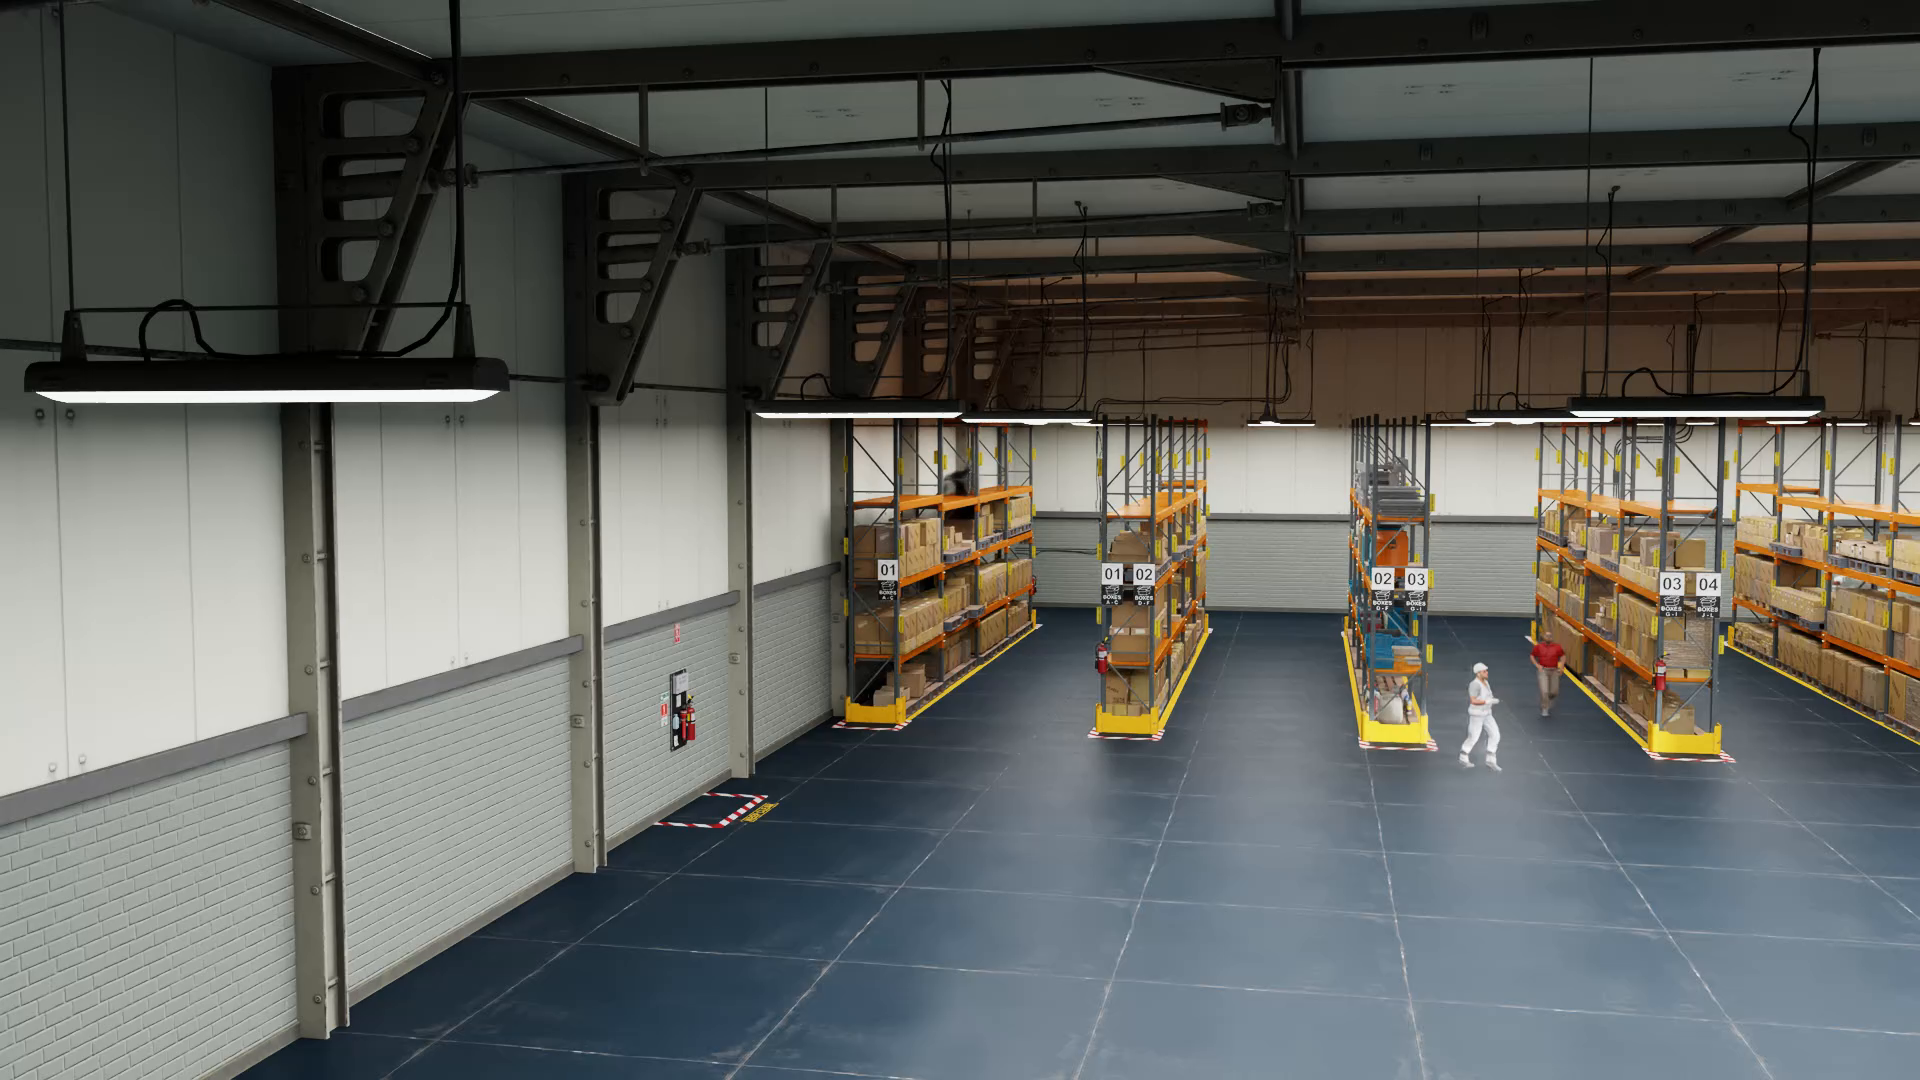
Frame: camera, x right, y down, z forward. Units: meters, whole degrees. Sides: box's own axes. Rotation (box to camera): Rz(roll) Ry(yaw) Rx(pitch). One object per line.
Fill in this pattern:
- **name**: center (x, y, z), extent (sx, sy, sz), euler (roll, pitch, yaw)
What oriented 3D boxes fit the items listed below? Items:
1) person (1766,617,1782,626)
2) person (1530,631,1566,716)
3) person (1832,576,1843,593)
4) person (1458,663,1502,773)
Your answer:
- **person**: center (21.873, 1.884, 44.726), extent (0.673, 1.707, 0.894), euler (-3, 5, -35)
- **person**: center (11.792, 2.659, 33.364), extent (0.689, 1.682, 0.627), euler (1, 4, 11)
- **person**: center (23.710, 1.856, 44.804), extent (0.777, 1.762, 0.674), euler (1, 4, 21)
- **person**: center (8.712, 2.965, 27.829), extent (0.661, 1.823, 0.750), euler (-3, 5, -41)
